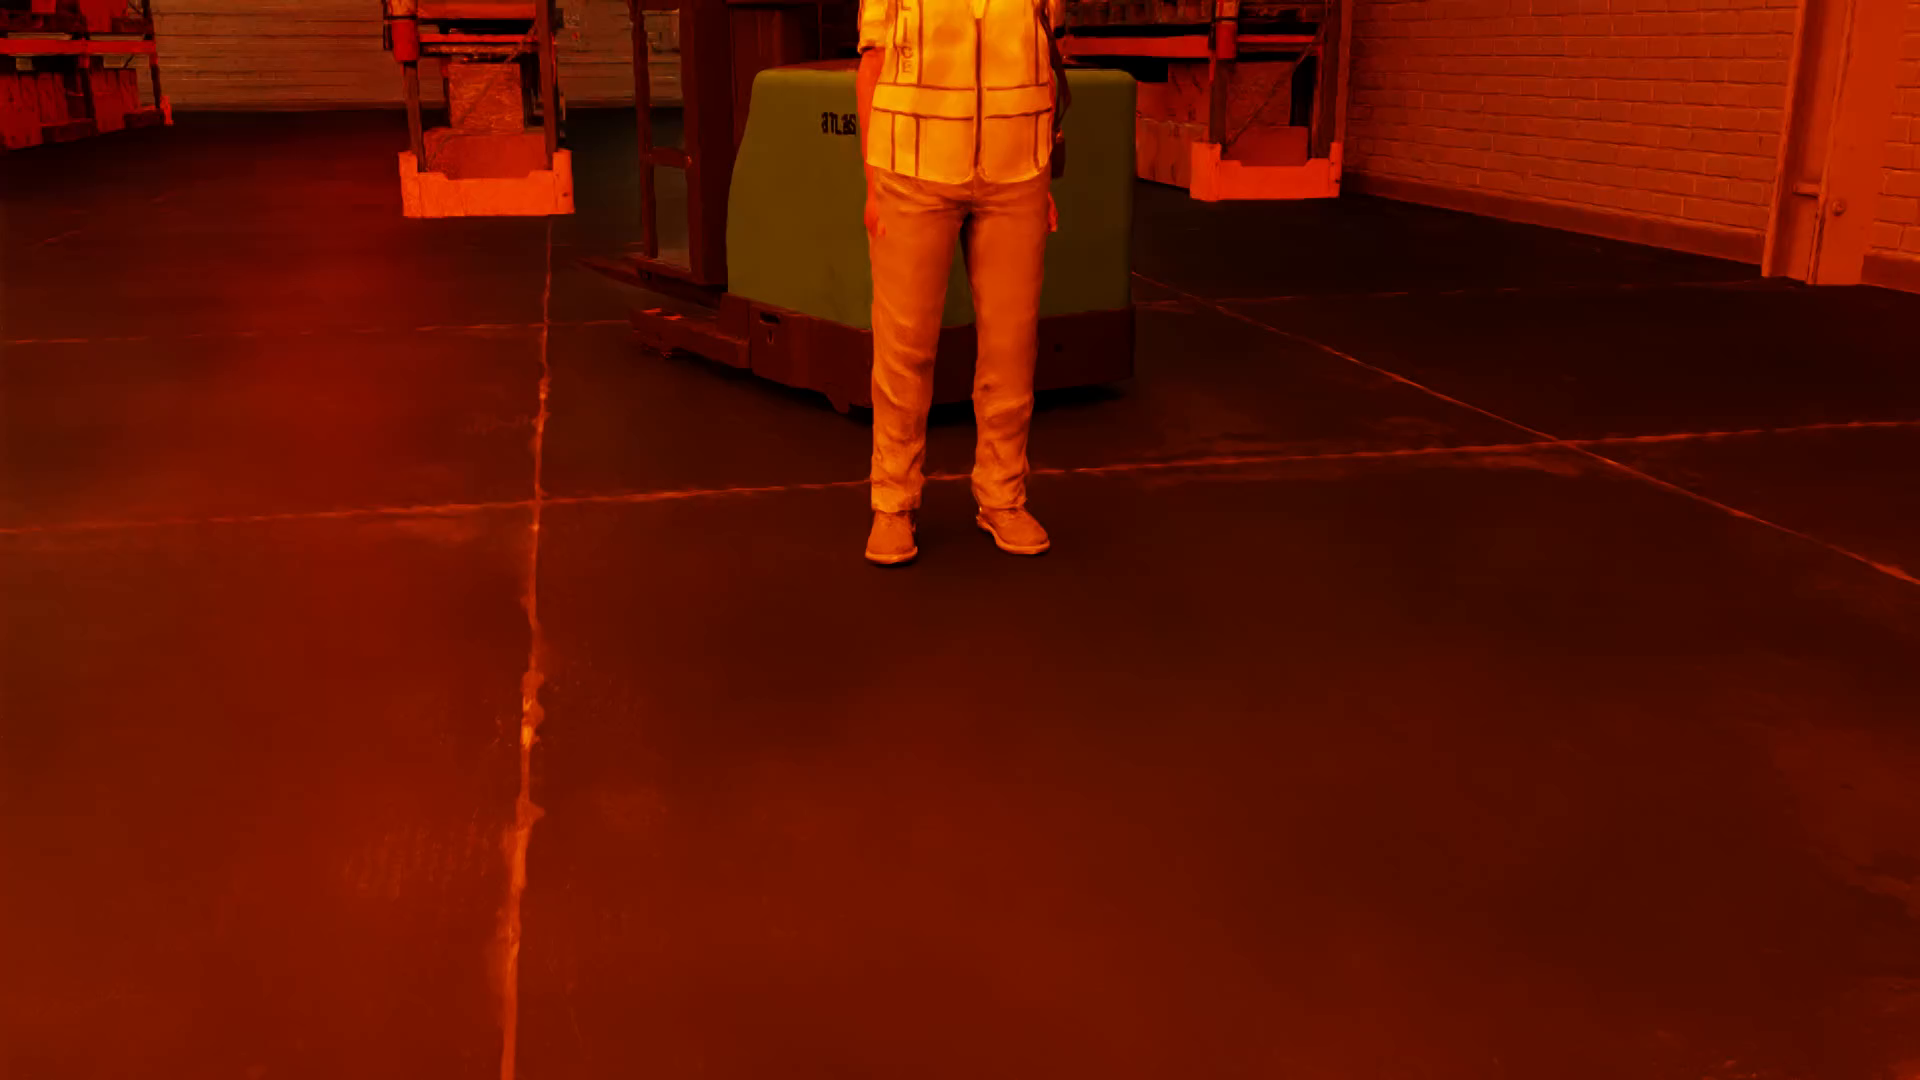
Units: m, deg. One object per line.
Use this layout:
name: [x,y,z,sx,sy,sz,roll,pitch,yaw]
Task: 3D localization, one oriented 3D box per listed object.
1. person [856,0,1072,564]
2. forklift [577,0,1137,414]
person: [-0.002,-0.791,3.762,0.482,1.669,0.390,-4,17,-12]
forklift: [-0.635,-2.167,6.165,1.130,2.935,3.031,-10,19,-31]
